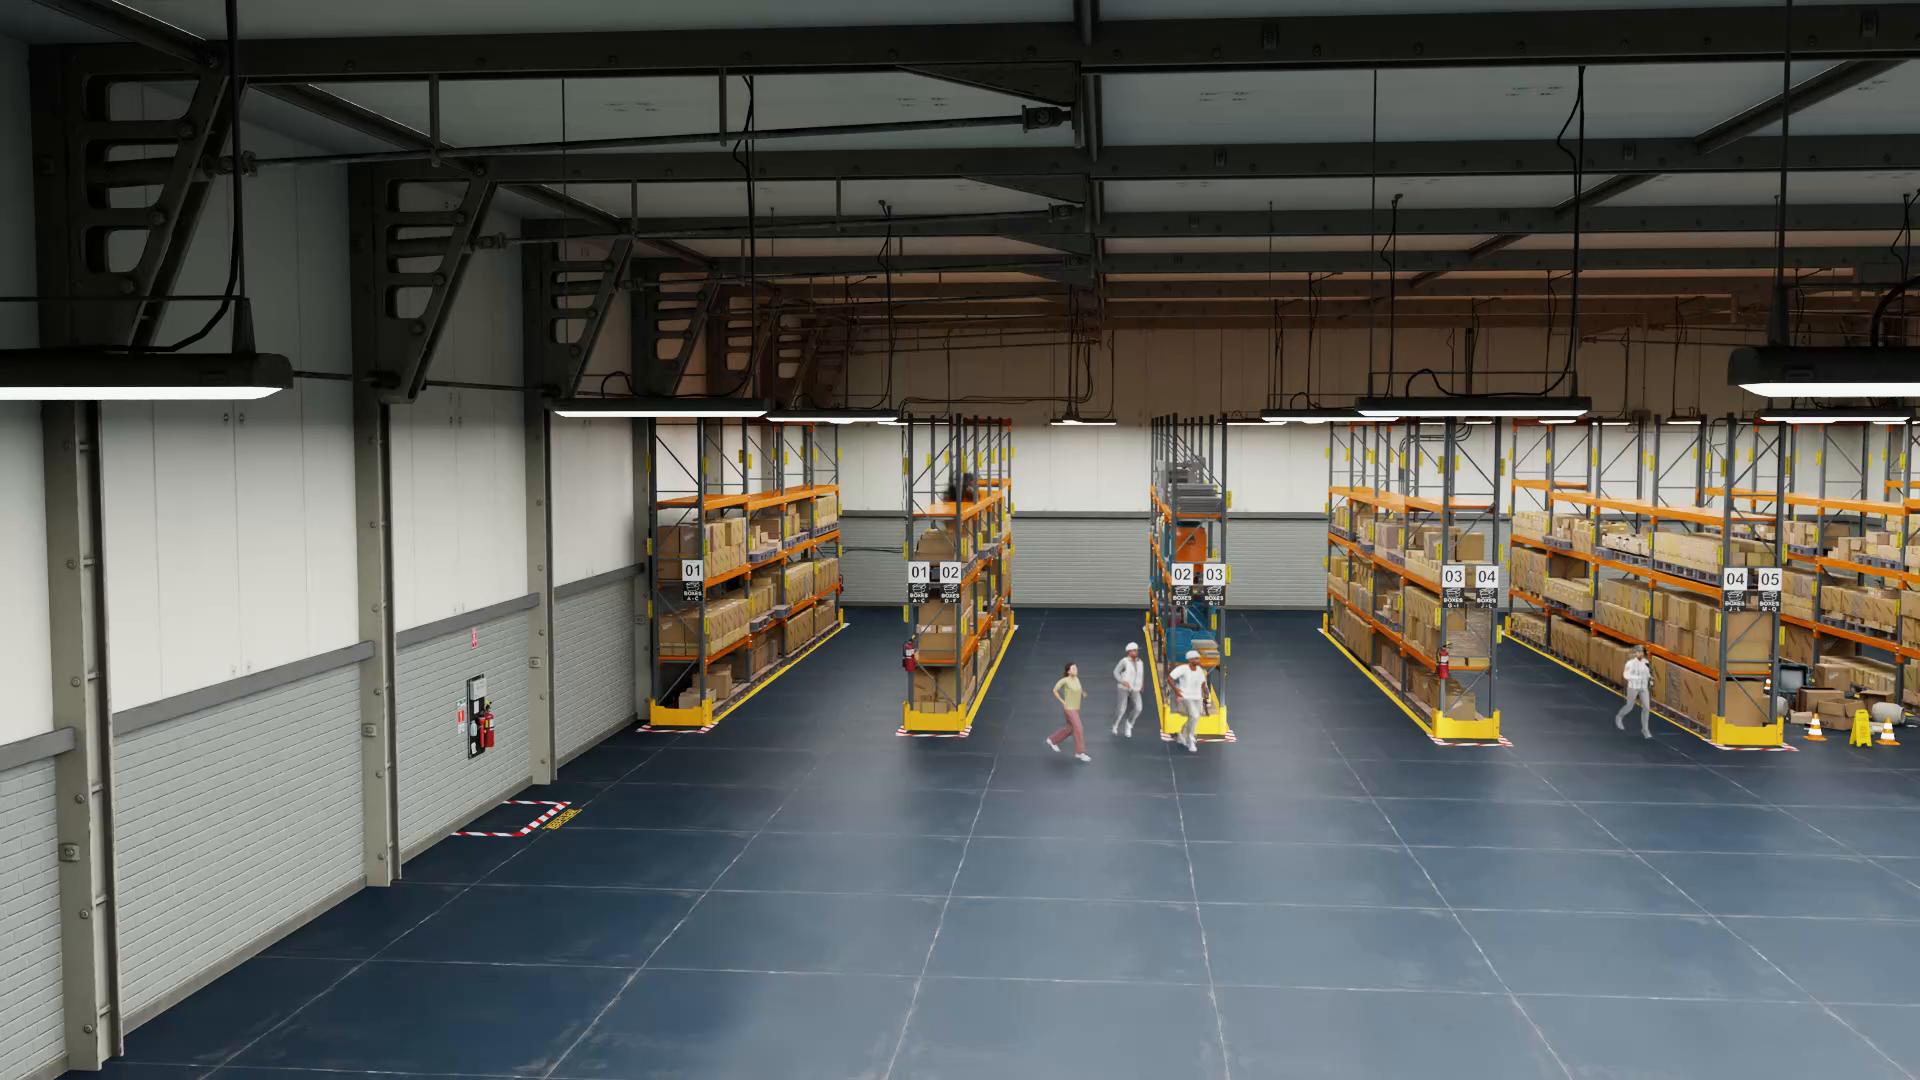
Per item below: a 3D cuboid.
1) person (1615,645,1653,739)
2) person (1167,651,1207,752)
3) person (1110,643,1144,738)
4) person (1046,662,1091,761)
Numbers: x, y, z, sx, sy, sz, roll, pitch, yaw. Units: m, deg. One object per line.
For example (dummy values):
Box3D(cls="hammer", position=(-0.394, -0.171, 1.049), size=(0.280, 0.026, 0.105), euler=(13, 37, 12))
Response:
Box3D(cls="person", position=(12.621, 2.789, 31.020), size=(0.623, 1.730, 0.914), euler=(0, 4, -6))
Box3D(cls="person", position=(4.114, 2.861, 29.669), size=(0.710, 1.792, 0.683), euler=(-3, 5, -35))
Box3D(cls="person", position=(3.181, 2.783, 30.903), size=(0.714, 1.755, 0.646), euler=(-1, 4, -20))
Box3D(cls="person", position=(1.907, 2.951, 28.850), size=(0.891, 1.675, 0.564), euler=(3, 5, 34))
